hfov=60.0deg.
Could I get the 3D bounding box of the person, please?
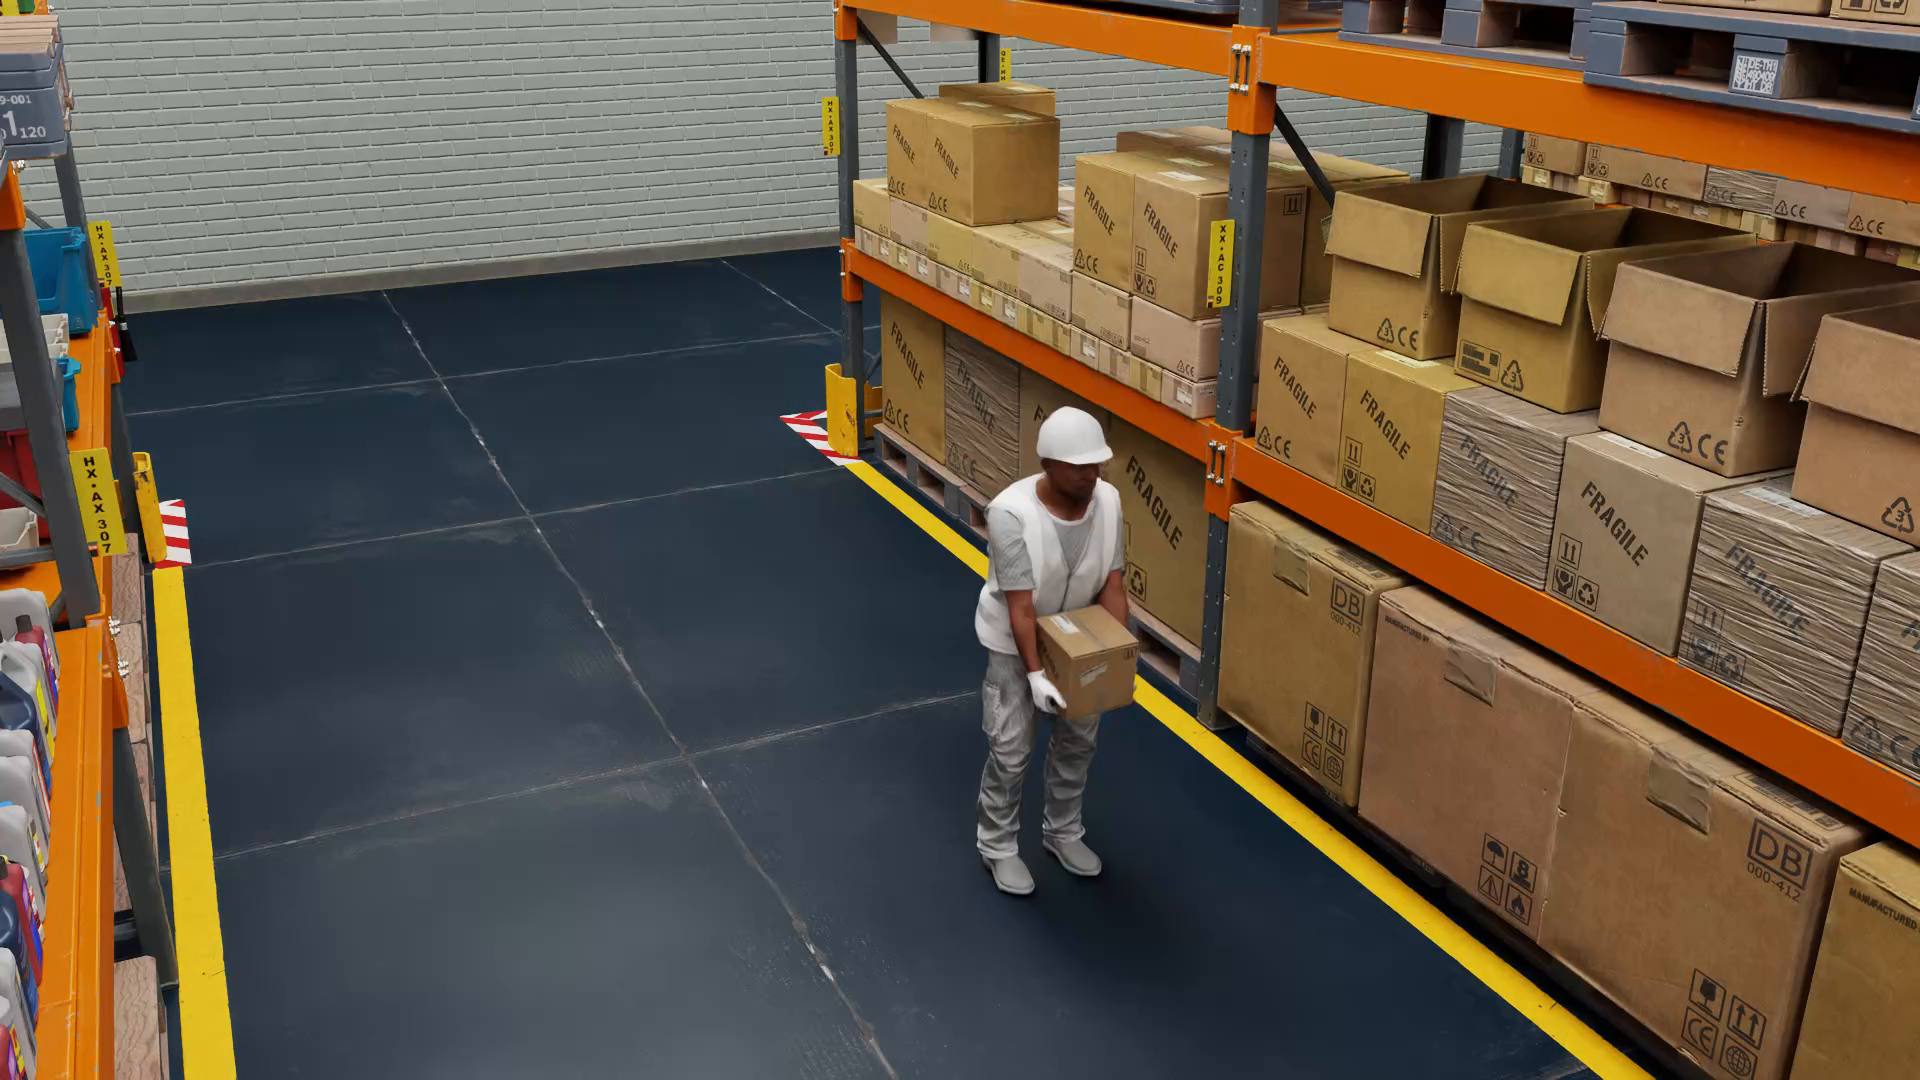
[{"bbox_3d":[0.334,0.387,5.630,0.487,1.761,0.604,-11,24,-25],"label":"person"}]
